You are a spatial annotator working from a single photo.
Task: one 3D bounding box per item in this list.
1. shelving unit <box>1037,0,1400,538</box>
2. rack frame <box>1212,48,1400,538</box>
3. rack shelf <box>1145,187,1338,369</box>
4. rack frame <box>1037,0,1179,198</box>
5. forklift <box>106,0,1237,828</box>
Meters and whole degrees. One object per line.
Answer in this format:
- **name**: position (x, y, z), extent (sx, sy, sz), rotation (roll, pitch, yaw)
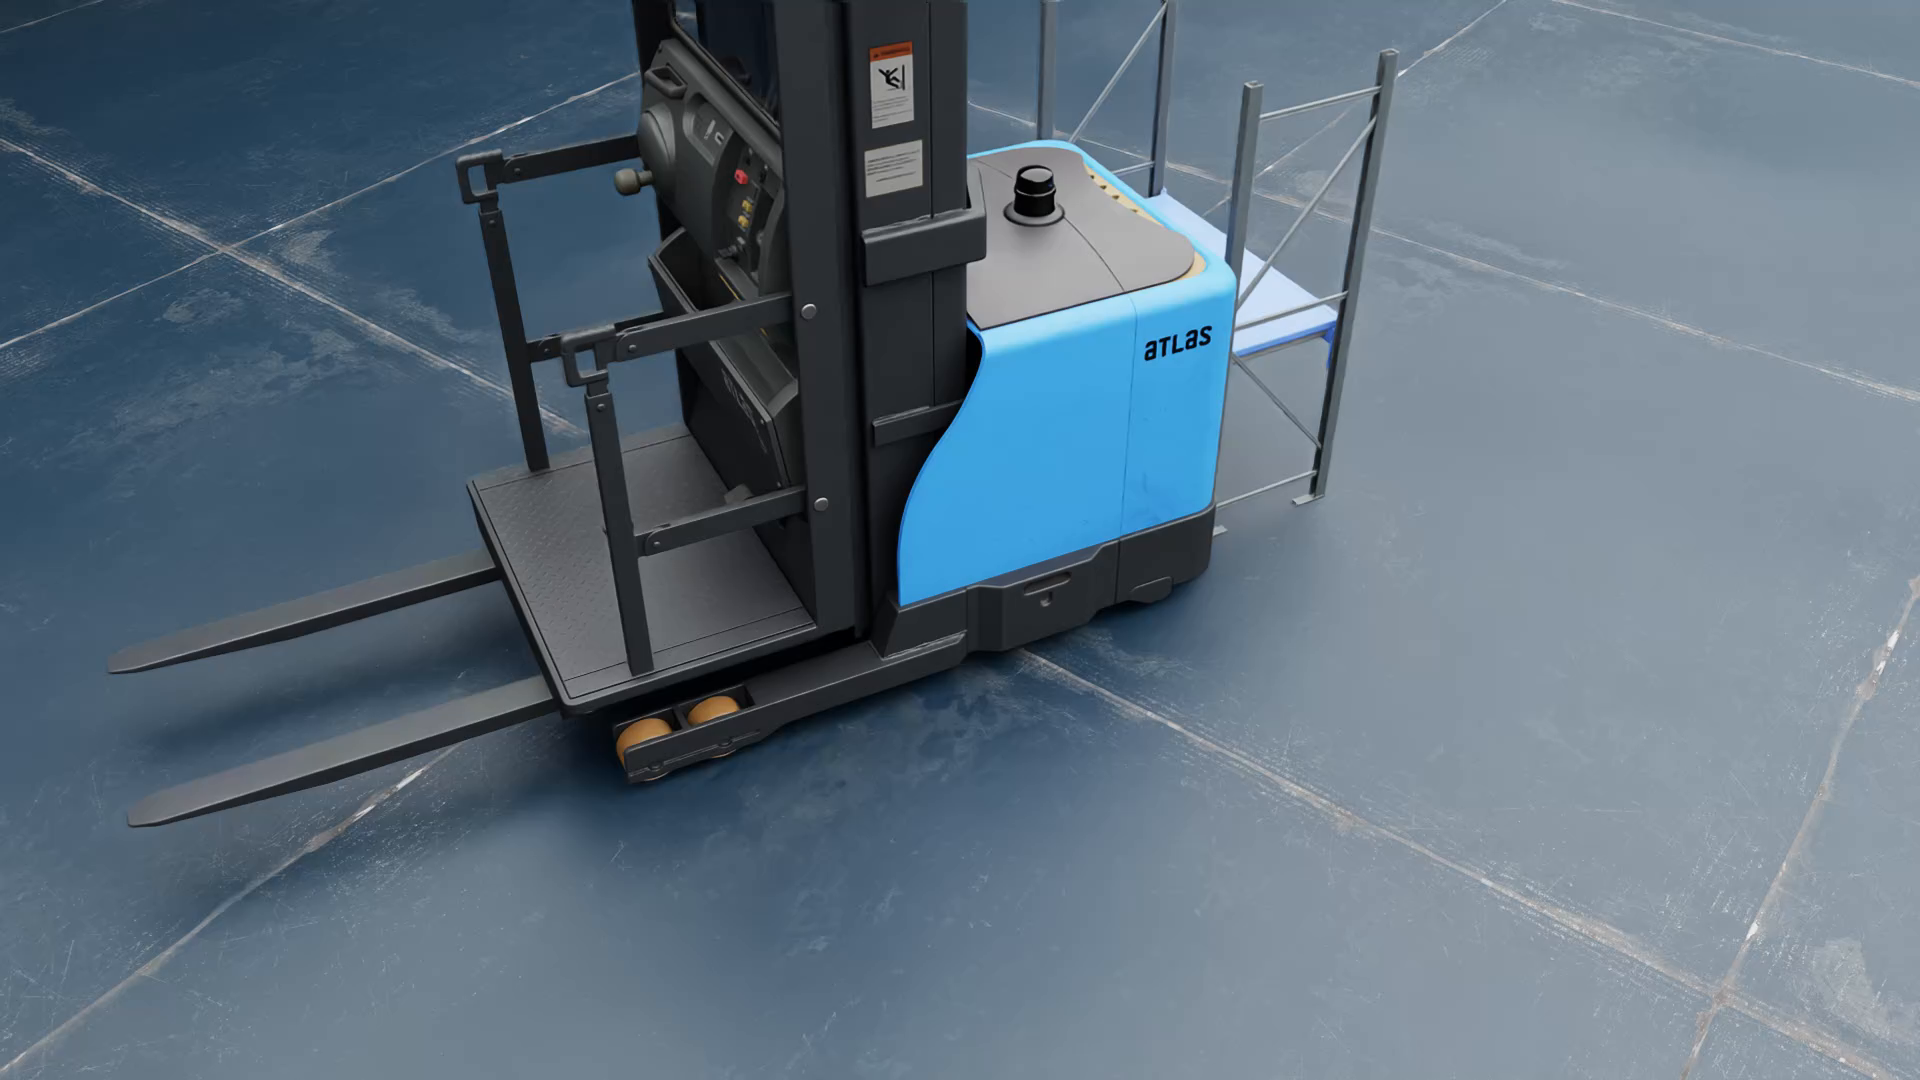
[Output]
- **shelving unit**: position (0.720, -0.940, 5.233), extent (0.538, 1.500, 1.048), rotation (-19, 42, -22)
- **rack frame**: position (0.965, -0.665, 4.883), extent (0.500, 1.500, 0.032), rotation (-19, 42, -22)
- **rack shelf**: position (0.720, -0.798, 5.344), extent (0.538, 0.185, 1.000), rotation (-19, 42, -22)
- **rack frame**: position (0.474, -1.214, 5.584), extent (0.500, 1.500, 0.032), rotation (-19, 42, -22)
- **forklift**: position (-0.795, -0.886, 4.004), extent (3.031, 2.935, 1.130), rotation (-17, 41, -20)
